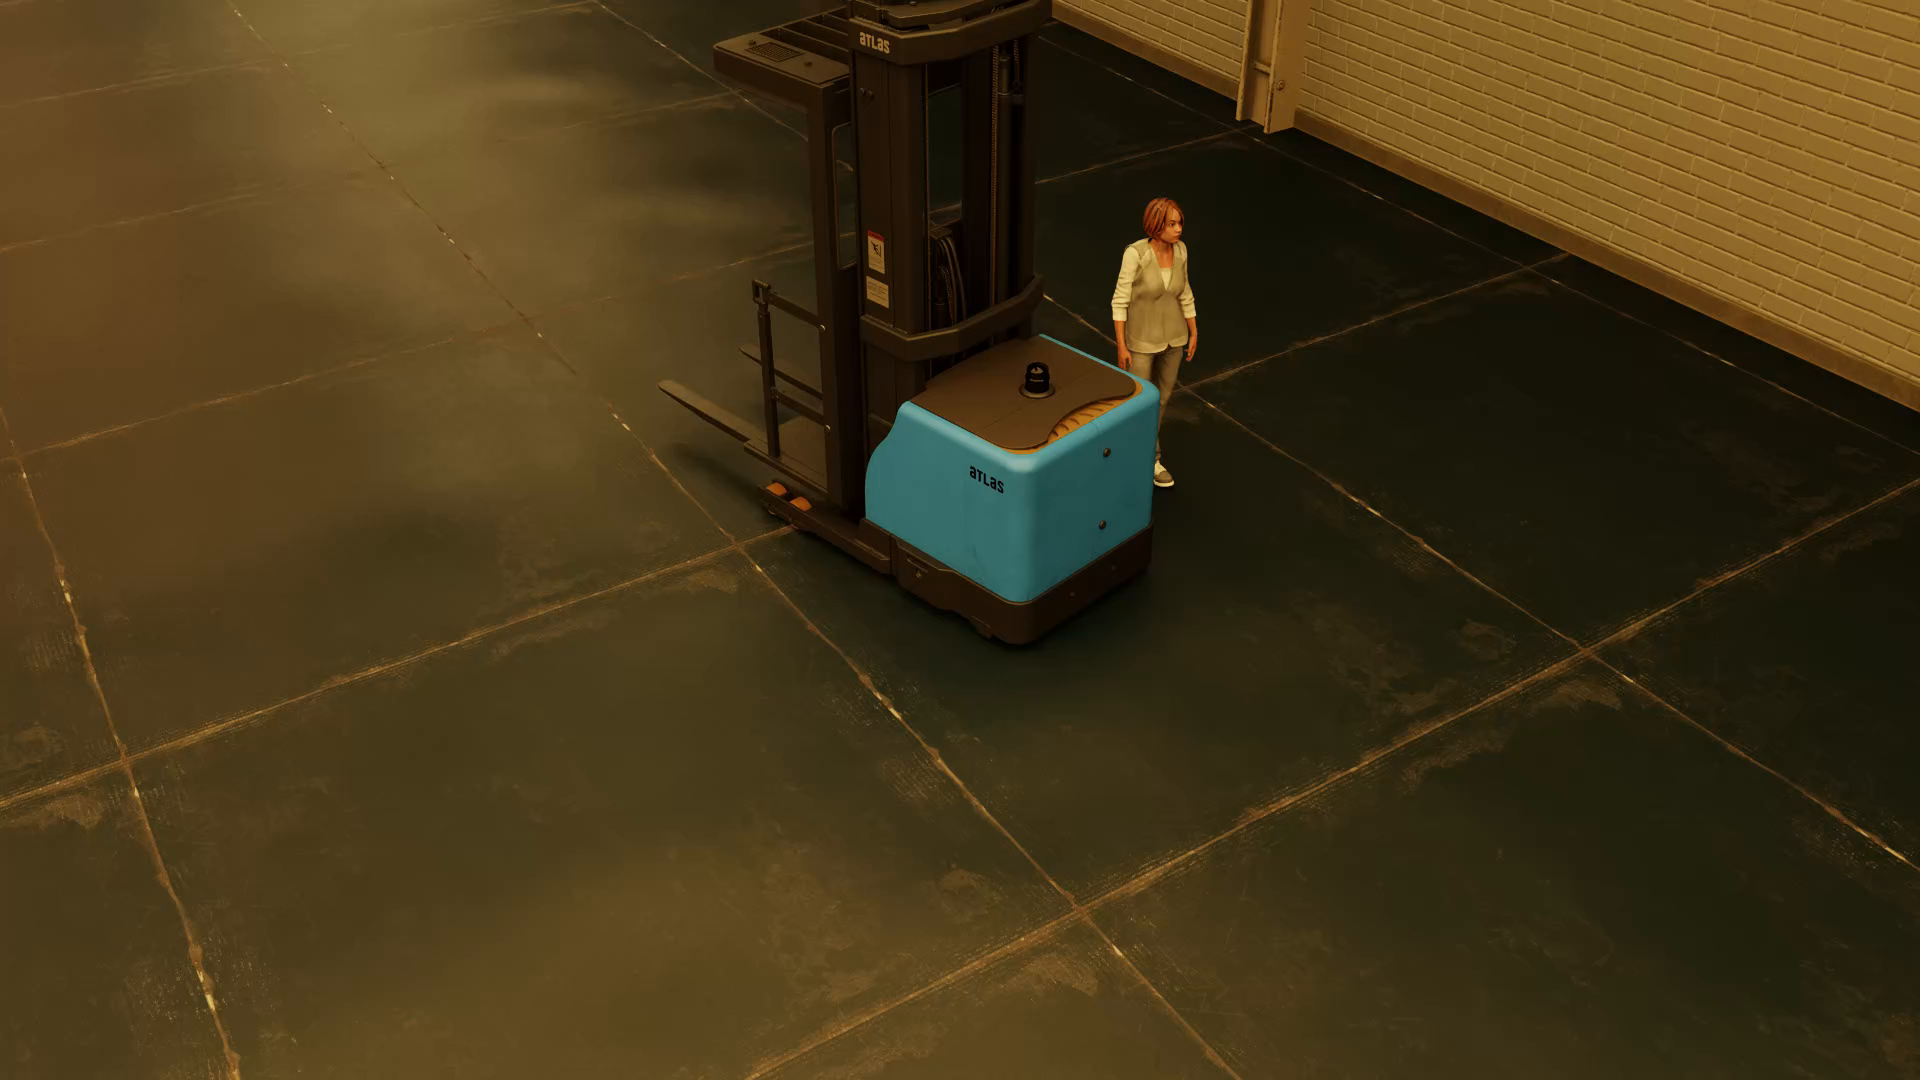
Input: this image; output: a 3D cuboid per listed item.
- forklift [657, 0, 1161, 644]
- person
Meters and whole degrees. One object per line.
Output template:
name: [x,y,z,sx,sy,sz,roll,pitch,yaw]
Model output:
forklift: [-0.435,-1.446,8.205,3.031,2.935,1.130,29,45,35]
person: [1.046,-0.987,8.700,0.520,1.596,0.476,-17,38,-22]
